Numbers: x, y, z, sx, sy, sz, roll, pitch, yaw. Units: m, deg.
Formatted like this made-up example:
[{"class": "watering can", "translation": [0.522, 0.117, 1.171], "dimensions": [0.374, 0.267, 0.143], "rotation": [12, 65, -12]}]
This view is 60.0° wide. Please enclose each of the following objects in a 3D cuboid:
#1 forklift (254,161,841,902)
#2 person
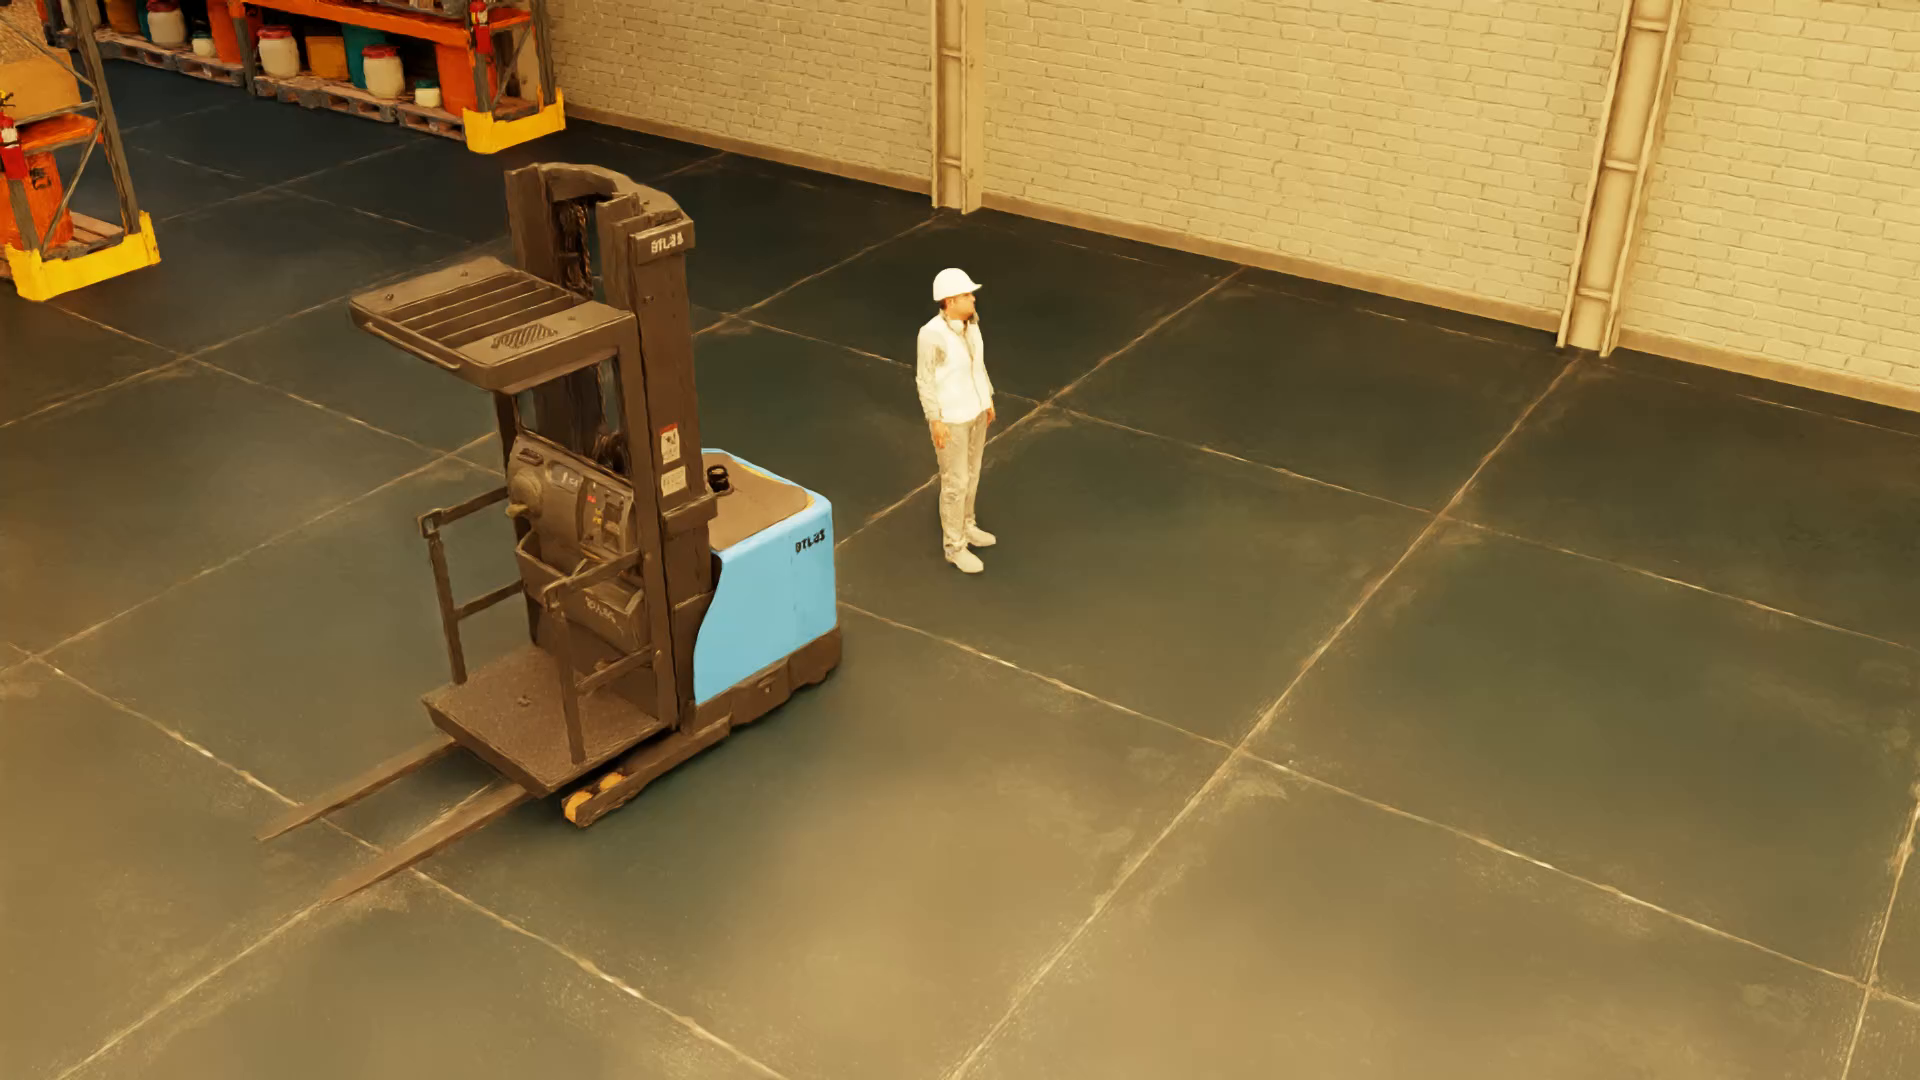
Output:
[{"class": "forklift", "translation": [-2.016, -0.162, 7.860], "dimensions": [1.130, 2.935, 3.031], "rotation": [24, 38, 35]}, {"class": "person", "translation": [0.047, -0.752, 10.015], "dimensions": [0.567, 1.773, 0.632], "rotation": [19, 35, 29]}]
